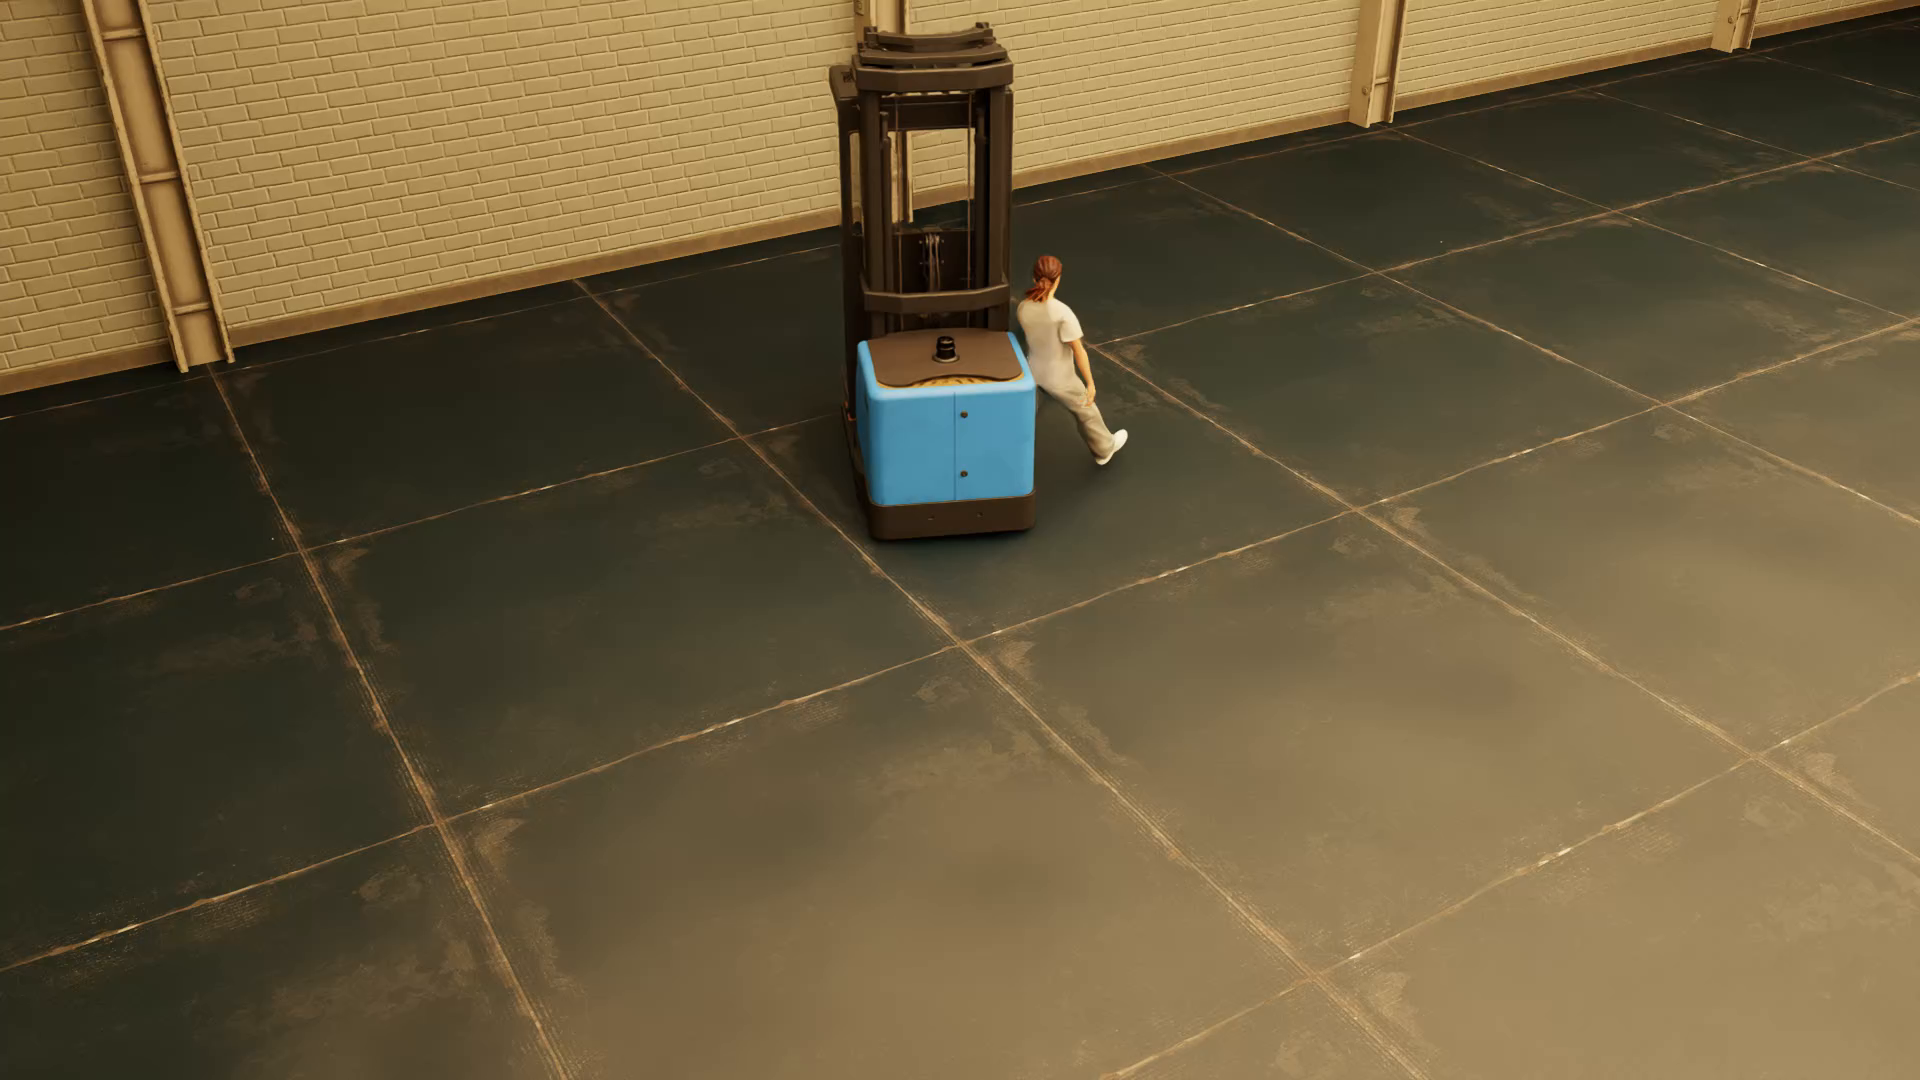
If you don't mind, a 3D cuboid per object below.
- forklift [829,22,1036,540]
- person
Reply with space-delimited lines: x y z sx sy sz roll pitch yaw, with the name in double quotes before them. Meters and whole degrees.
"forklift" -0.250 -1.998 10.984 1.130 2.935 3.031 -4 31 -7
"person" 0.654 -1.120 10.850 0.745 1.598 0.972 20 36 30
